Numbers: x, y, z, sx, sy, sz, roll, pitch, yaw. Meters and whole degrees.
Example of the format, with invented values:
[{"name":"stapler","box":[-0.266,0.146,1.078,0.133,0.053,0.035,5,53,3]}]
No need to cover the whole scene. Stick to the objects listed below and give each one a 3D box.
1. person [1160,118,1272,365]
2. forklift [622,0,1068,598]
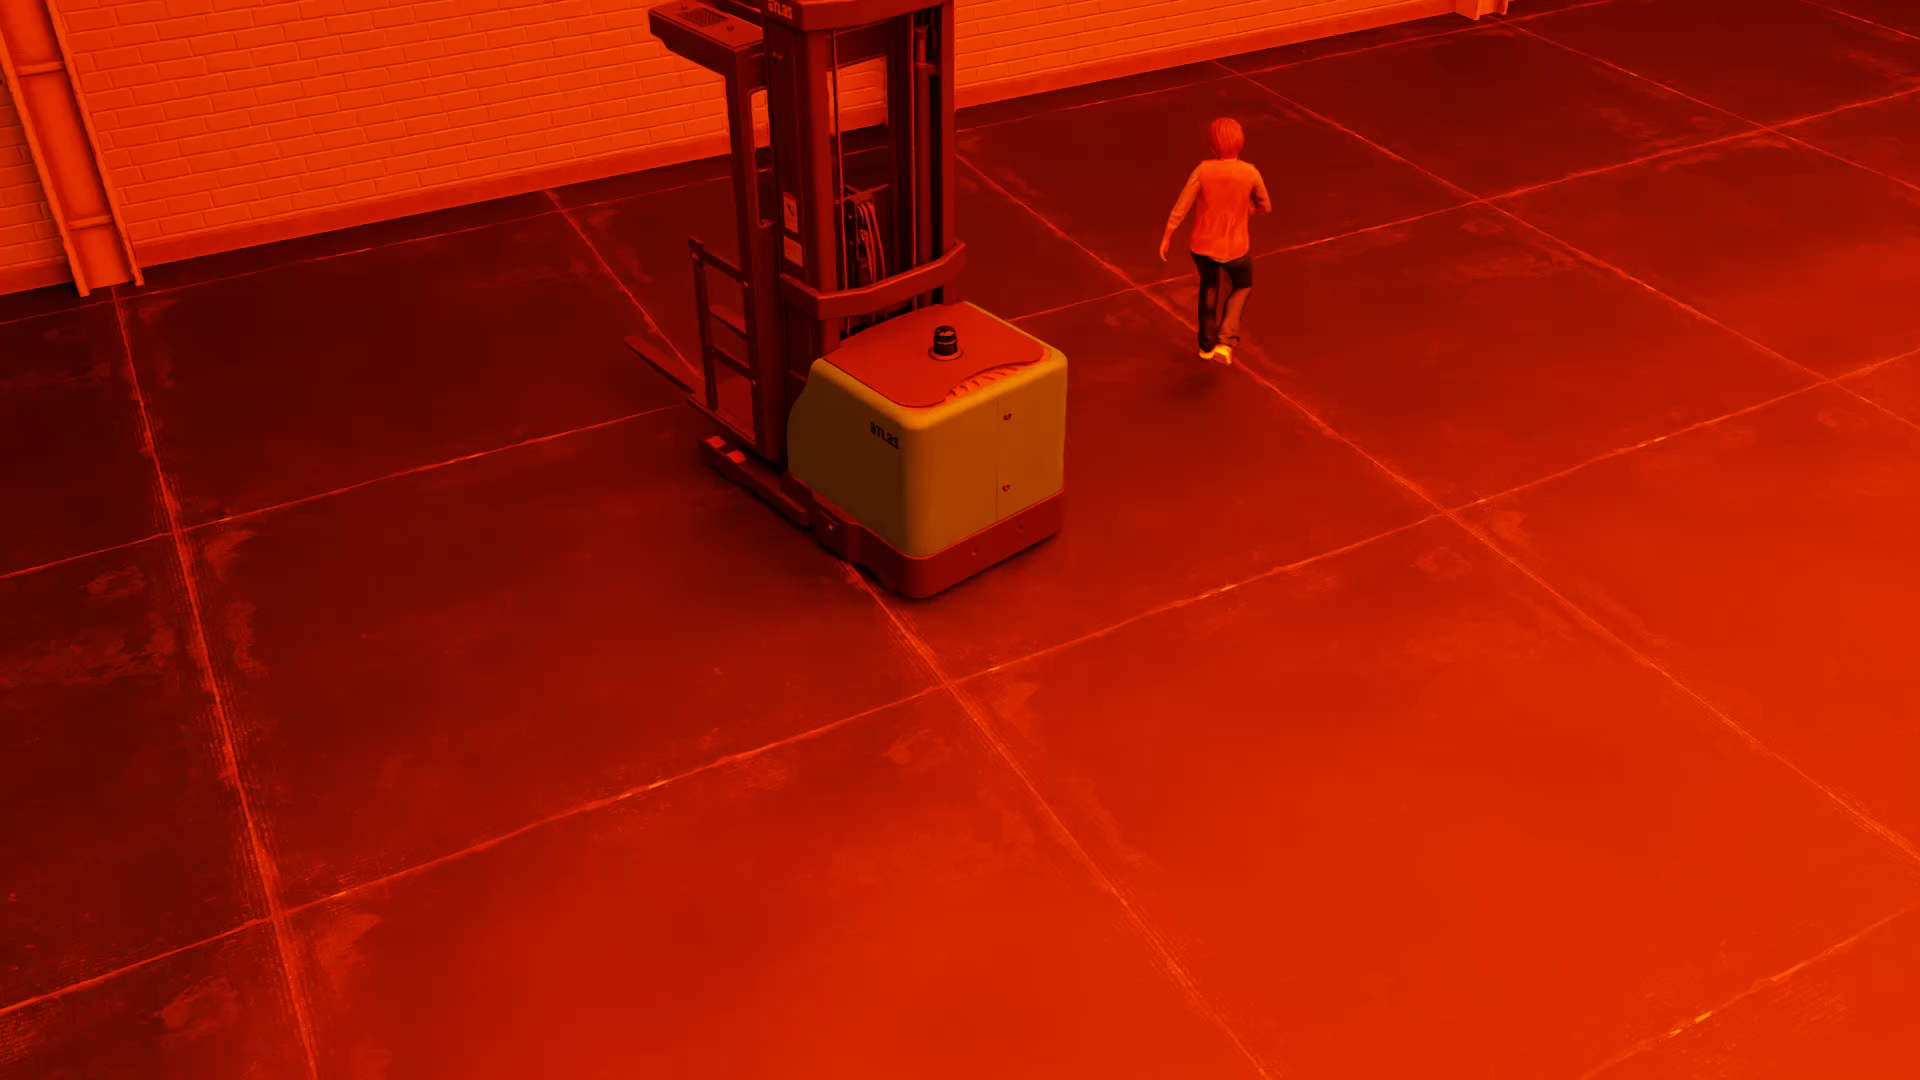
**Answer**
[{"name":"person","box":[1.506,-1.747,9.798,0.595,1.555,0.535,14,37,18]},{"name":"forklift","box":[-0.795,-1.689,8.512,1.130,2.935,3.031,-26,43,-32]}]
